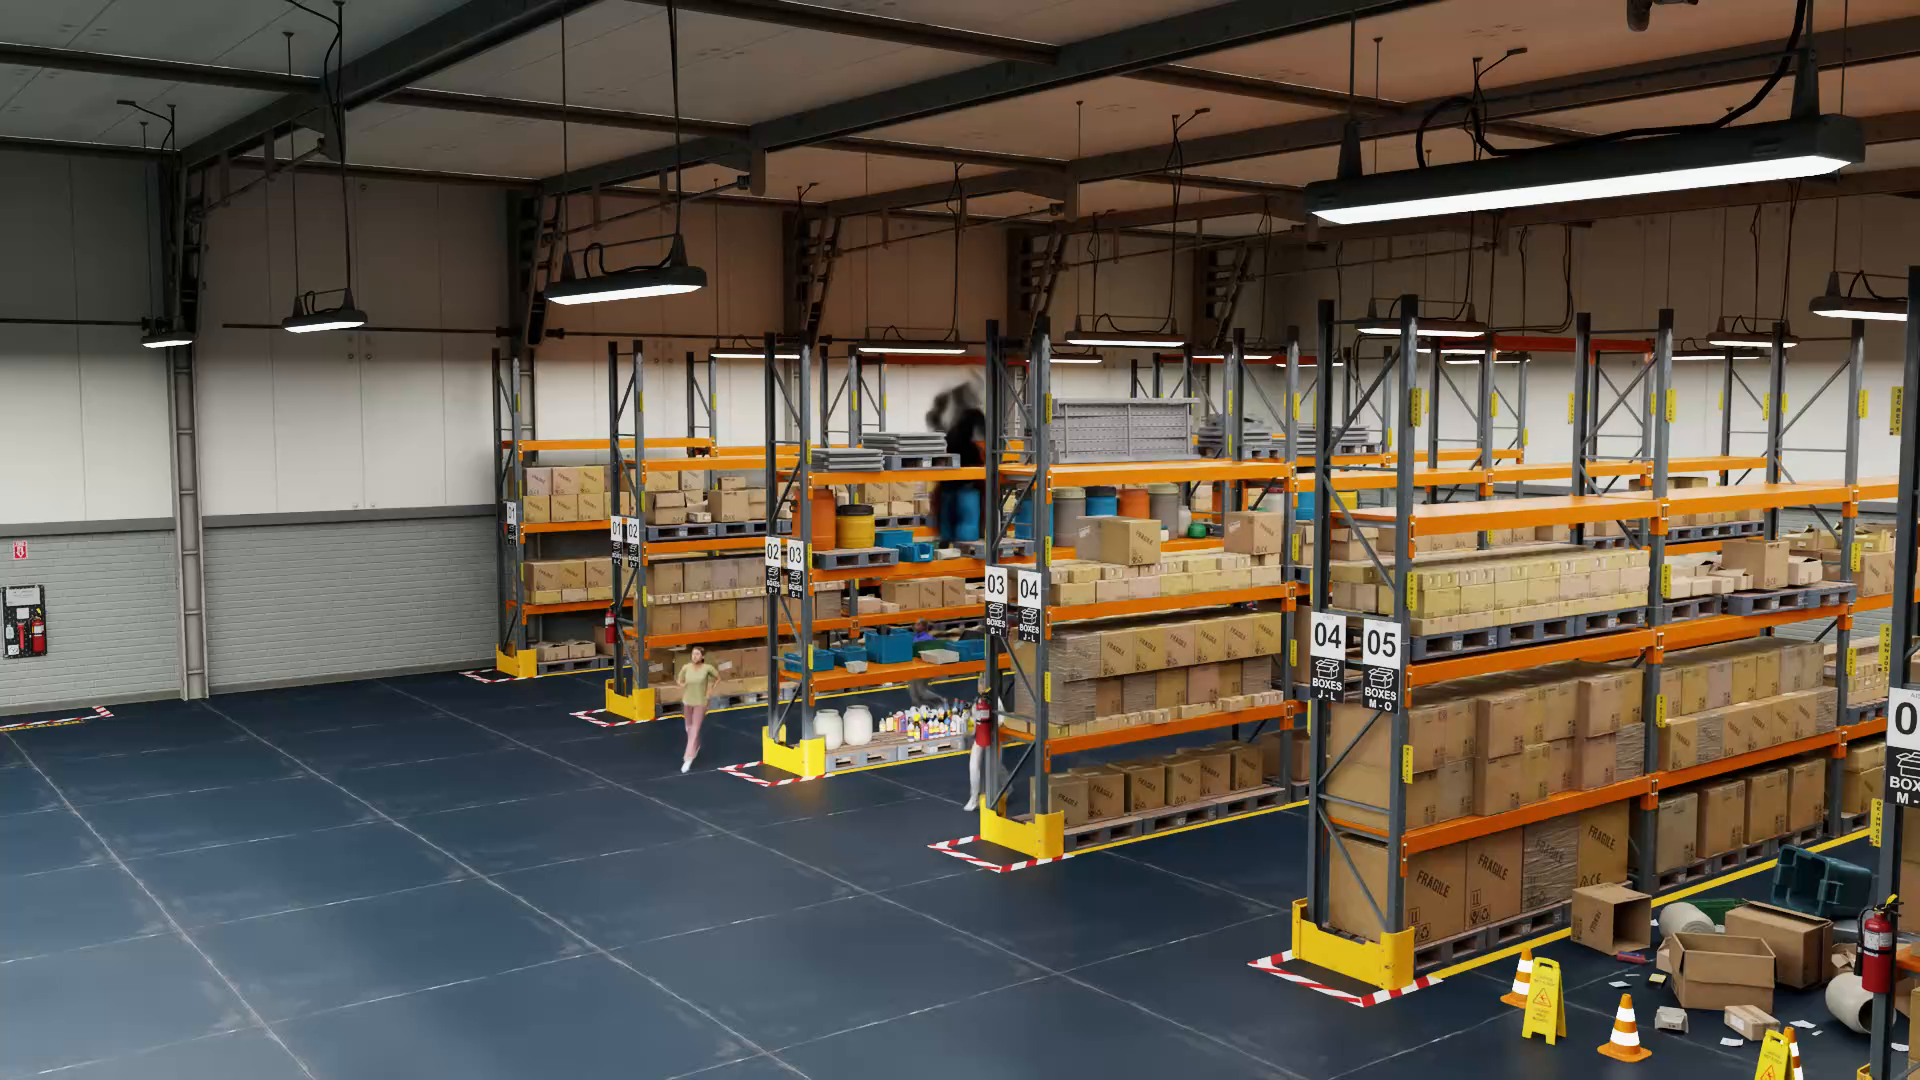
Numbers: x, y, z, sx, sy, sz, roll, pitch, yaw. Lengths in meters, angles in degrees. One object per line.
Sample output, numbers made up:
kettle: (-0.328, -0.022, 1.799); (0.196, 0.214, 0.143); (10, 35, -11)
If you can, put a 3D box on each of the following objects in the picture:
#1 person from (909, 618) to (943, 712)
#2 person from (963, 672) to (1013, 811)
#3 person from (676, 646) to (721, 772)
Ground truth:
person: (-0.592, 2.039, 26.416); (0.601, 1.626, 0.568); (-5, 7, -44)
person: (0.393, 2.506, 20.782); (0.775, 1.754, 0.584); (-5, 7, -43)
person: (-3.649, 2.303, 23.088); (0.585, 1.701, 0.859); (1, 5, 11)
